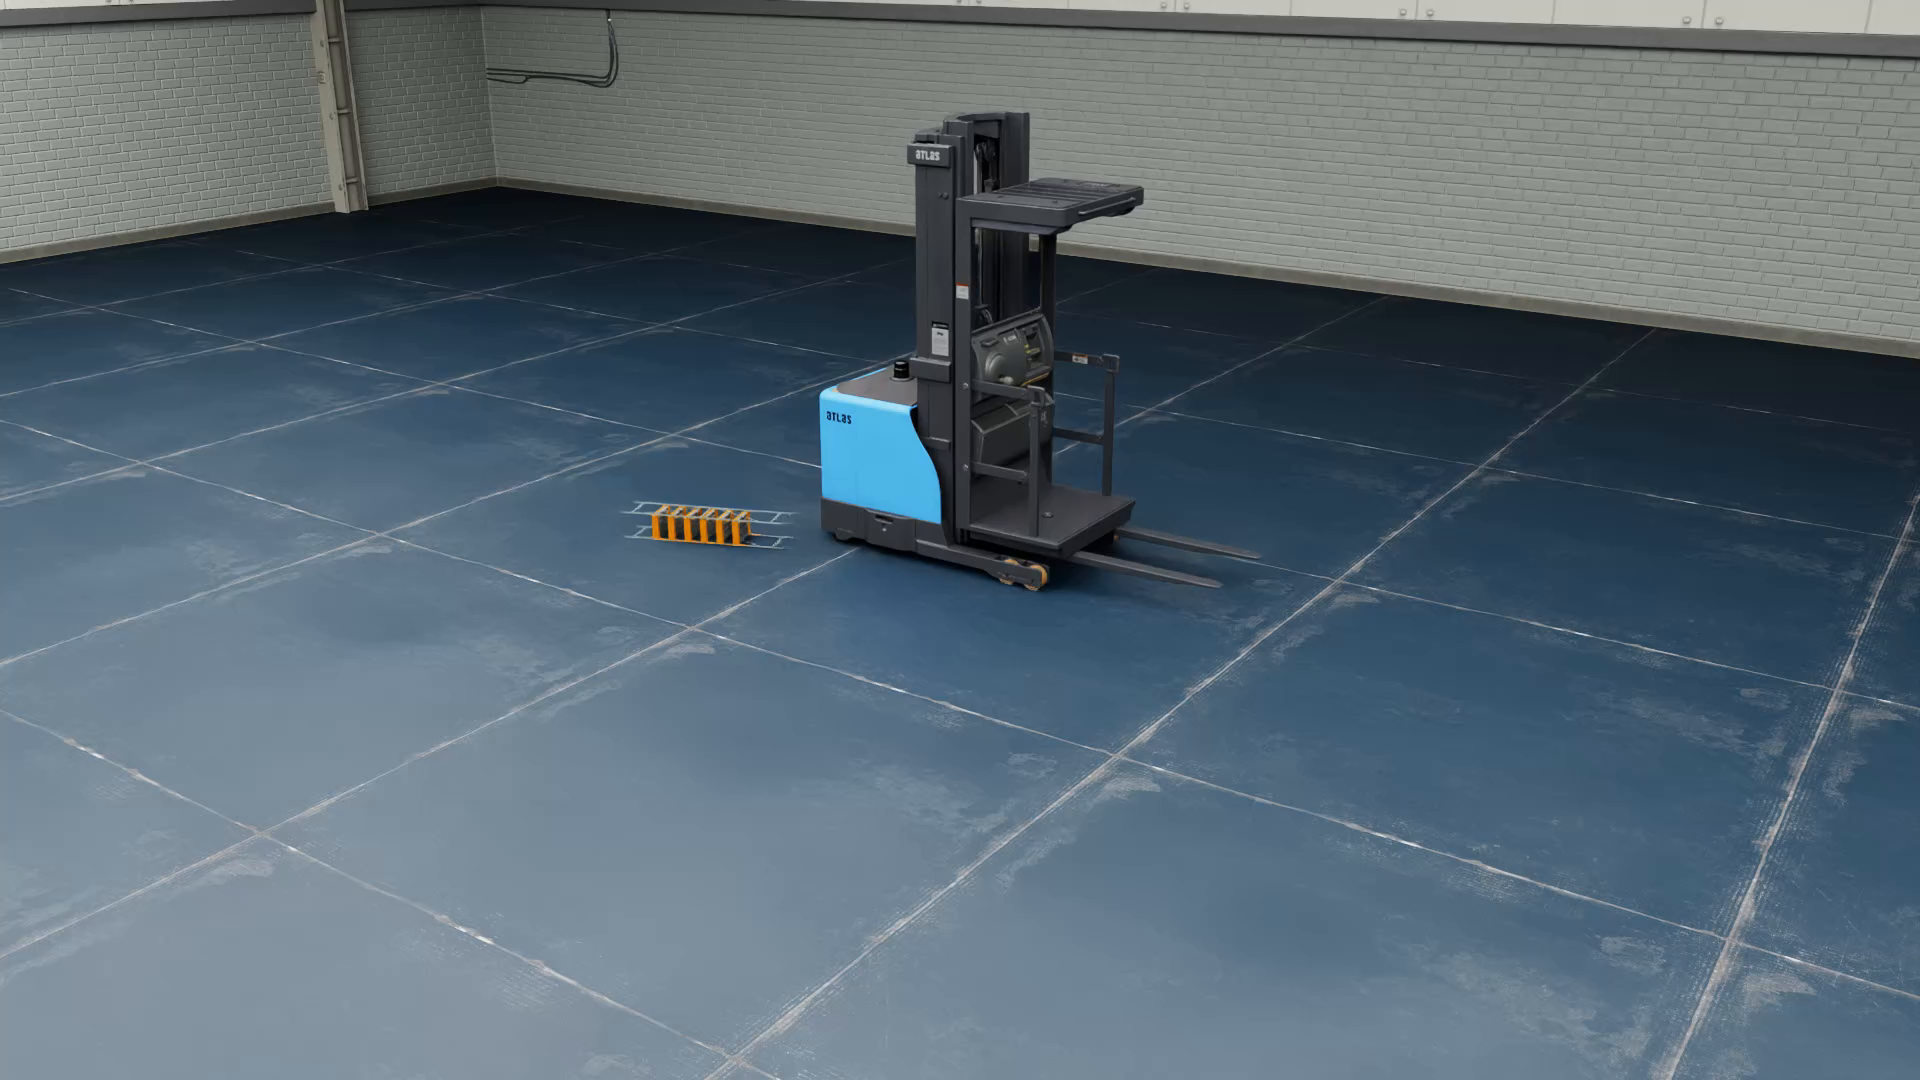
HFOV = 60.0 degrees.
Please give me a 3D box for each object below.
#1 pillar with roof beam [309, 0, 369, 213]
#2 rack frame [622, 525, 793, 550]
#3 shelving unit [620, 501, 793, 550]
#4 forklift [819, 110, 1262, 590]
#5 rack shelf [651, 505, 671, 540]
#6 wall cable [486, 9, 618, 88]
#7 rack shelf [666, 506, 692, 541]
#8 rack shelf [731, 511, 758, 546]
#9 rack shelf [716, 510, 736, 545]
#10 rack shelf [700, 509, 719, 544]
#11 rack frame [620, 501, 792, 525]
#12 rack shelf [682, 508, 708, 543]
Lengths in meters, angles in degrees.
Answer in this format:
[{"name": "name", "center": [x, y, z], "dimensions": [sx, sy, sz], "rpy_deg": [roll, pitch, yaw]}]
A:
[{"name": "pillar with roof beam", "center": [-5.713, -8.405, 21.517], "dimensions": [9.100, 9.000, 0.400], "rpy_deg": [13, 24, 32]}, {"name": "rack frame", "center": [-1.793, -0.020, 11.801], "dimensions": [1.200, 0.006, 0.240], "rpy_deg": [4, 21, 13]}, {"name": "shelving unit", "center": [-1.793, -0.106, 11.769], "dimensions": [1.200, 0.189, 0.258], "rpy_deg": [4, 21, 13]}, {"name": "forklift", "center": [0.527, -1.255, 10.932], "dimensions": [3.031, 2.935, 1.130], "rpy_deg": [13, 24, 31]}, {"name": "rack shelf", "center": [-2.101, -0.129, 11.838], "dimensions": [0.103, 0.180, 0.258], "rpy_deg": [4, 21, 13]}, {"name": "wall cable", "center": [-6.523, -8.376, 25.913], "dimensions": [3.097, 2.526, 0.112], "rpy_deg": [13, 24, 32]}, {"name": "rack shelf", "center": [-1.984, -0.121, 11.812], "dimensions": [0.103, 0.180, 0.258], "rpy_deg": [4, 21, 13]}, {"name": "rack shelf", "center": [-1.517, -0.085, 11.708], "dimensions": [0.103, 0.180, 0.258], "rpy_deg": [4, 21, 13]}, {"name": "rack shelf", "center": [-1.633, -0.094, 11.734], "dimensions": [0.103, 0.180, 0.258], "rpy_deg": [4, 21, 13]}, {"name": "rack shelf", "center": [-1.750, -0.103, 11.760], "dimensions": [0.103, 0.180, 0.258], "rpy_deg": [4, 21, 13]}, {"name": "rack frame", "center": [-1.794, -0.192, 11.738], "dimensions": [1.200, 0.006, 0.240], "rpy_deg": [4, 21, 13]}, {"name": "rack shelf", "center": [-1.867, -0.112, 11.786], "dimensions": [0.103, 0.180, 0.258], "rpy_deg": [4, 21, 13]}]
